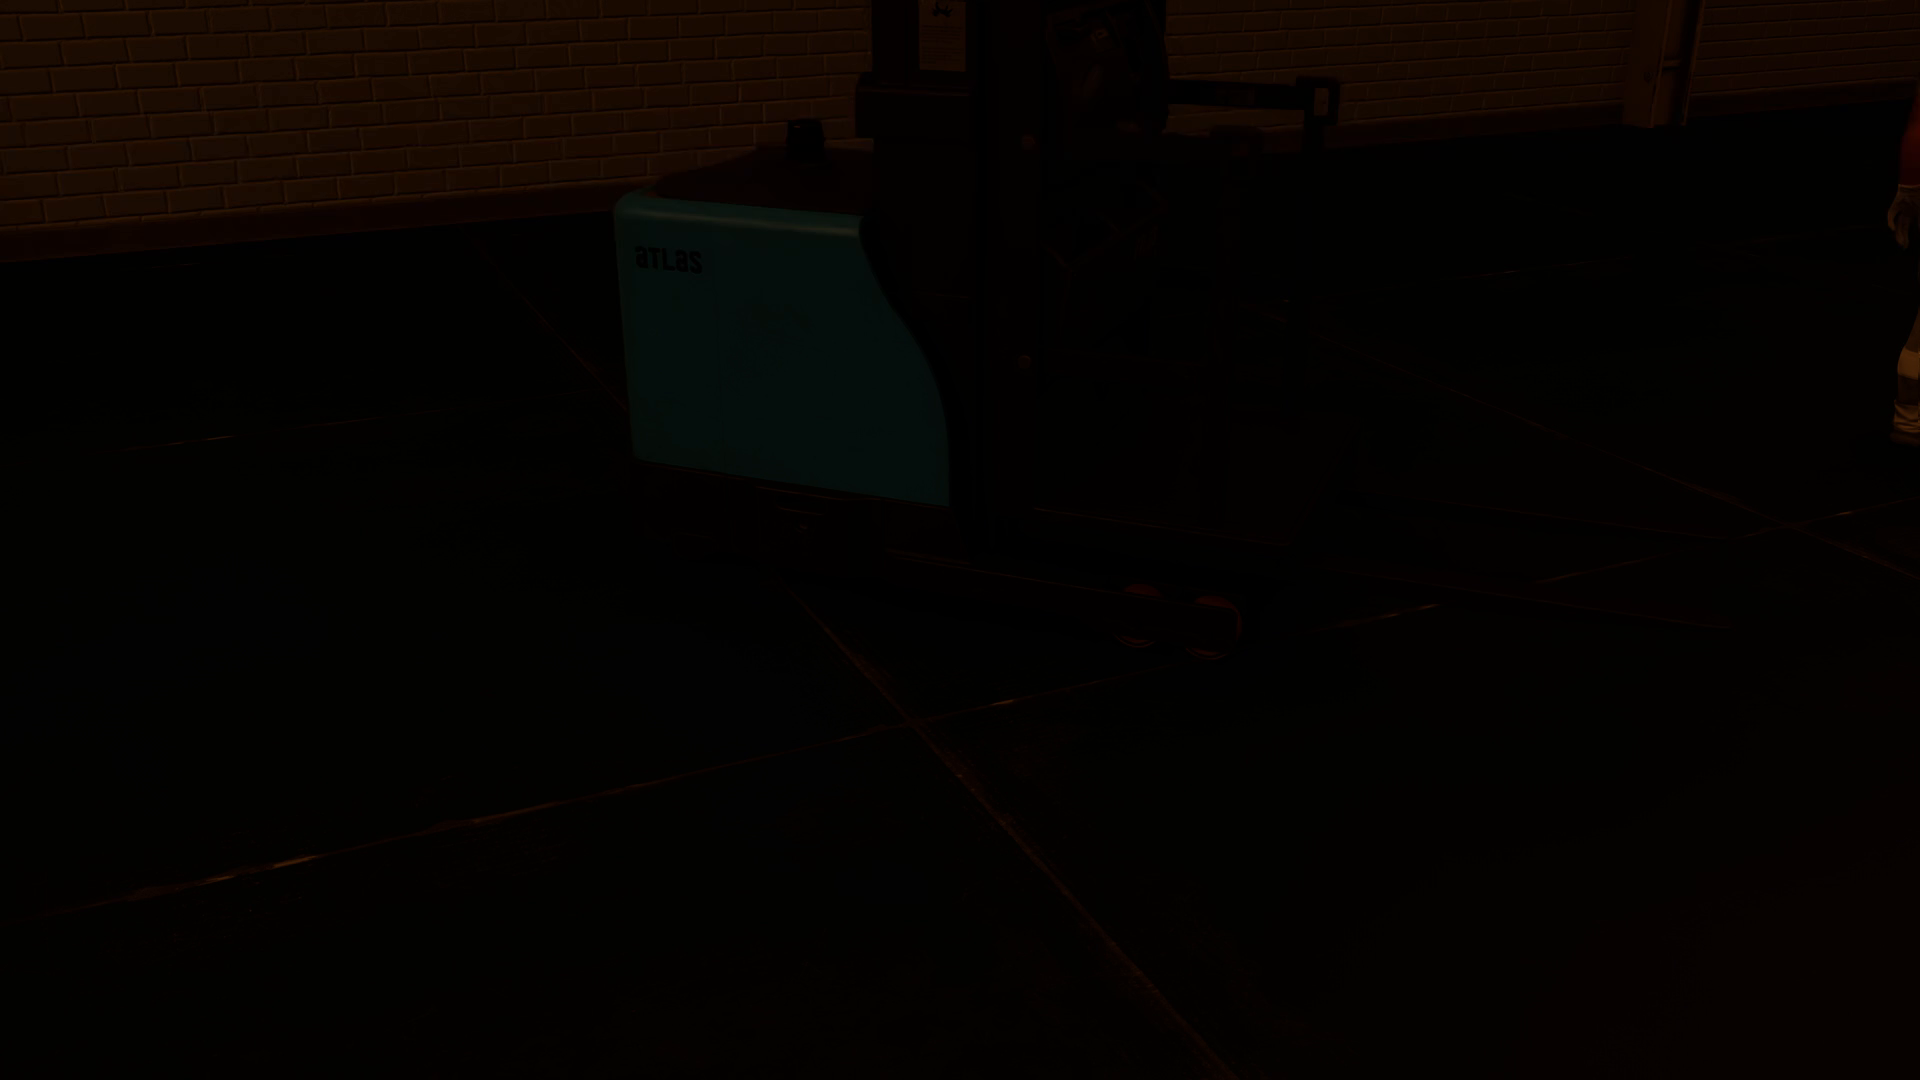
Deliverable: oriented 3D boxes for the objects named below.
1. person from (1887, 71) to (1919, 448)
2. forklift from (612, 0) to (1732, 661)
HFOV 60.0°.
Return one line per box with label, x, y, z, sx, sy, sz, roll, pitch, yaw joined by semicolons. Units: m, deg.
person;3.434;-1.080;5.442;0.509;1.816;0.629;-14;26;-31
forklift;0.583;-1.270;4.344;3.031;2.935;1.130;9;24;20
